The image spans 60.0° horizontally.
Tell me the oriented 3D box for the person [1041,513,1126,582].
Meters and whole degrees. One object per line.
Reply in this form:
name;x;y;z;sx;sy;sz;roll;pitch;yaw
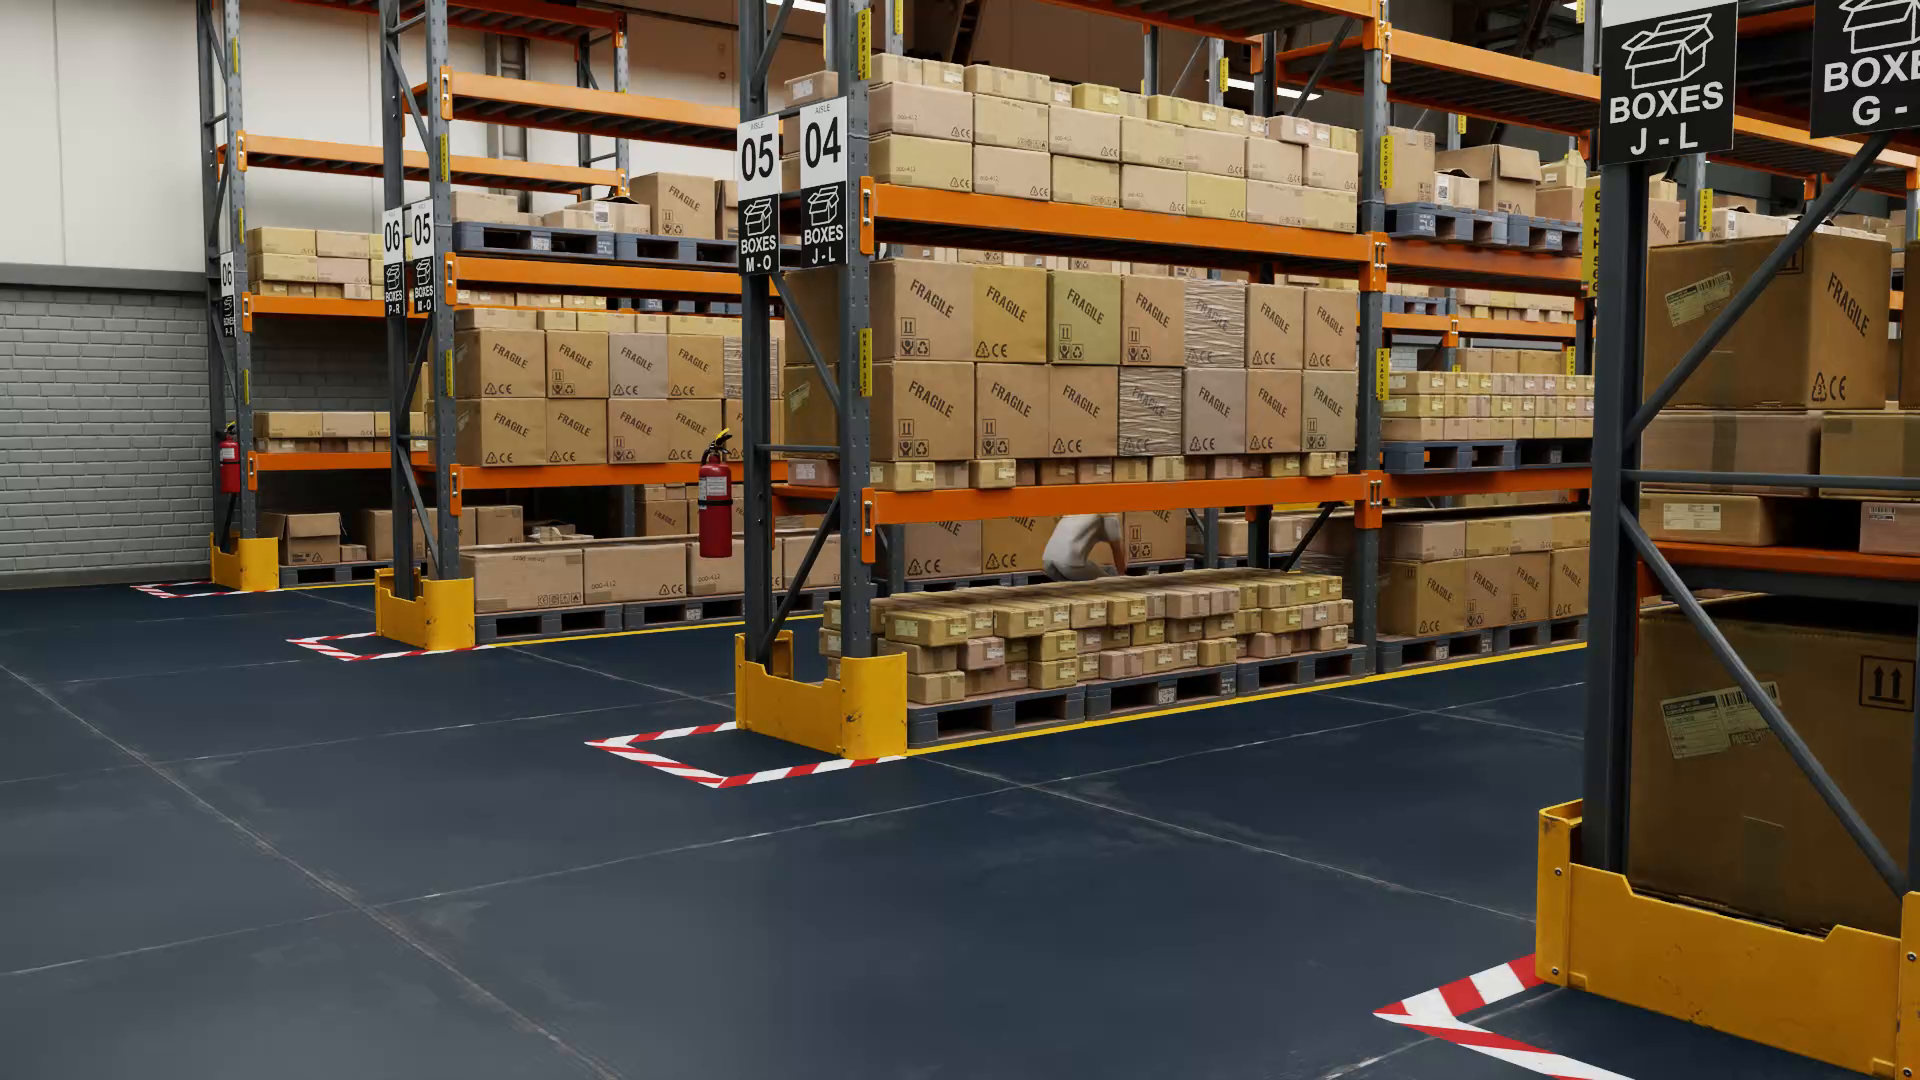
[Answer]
person;0.891;0.181;11.854;0.716;1.221;0.496;-4;6;-39
